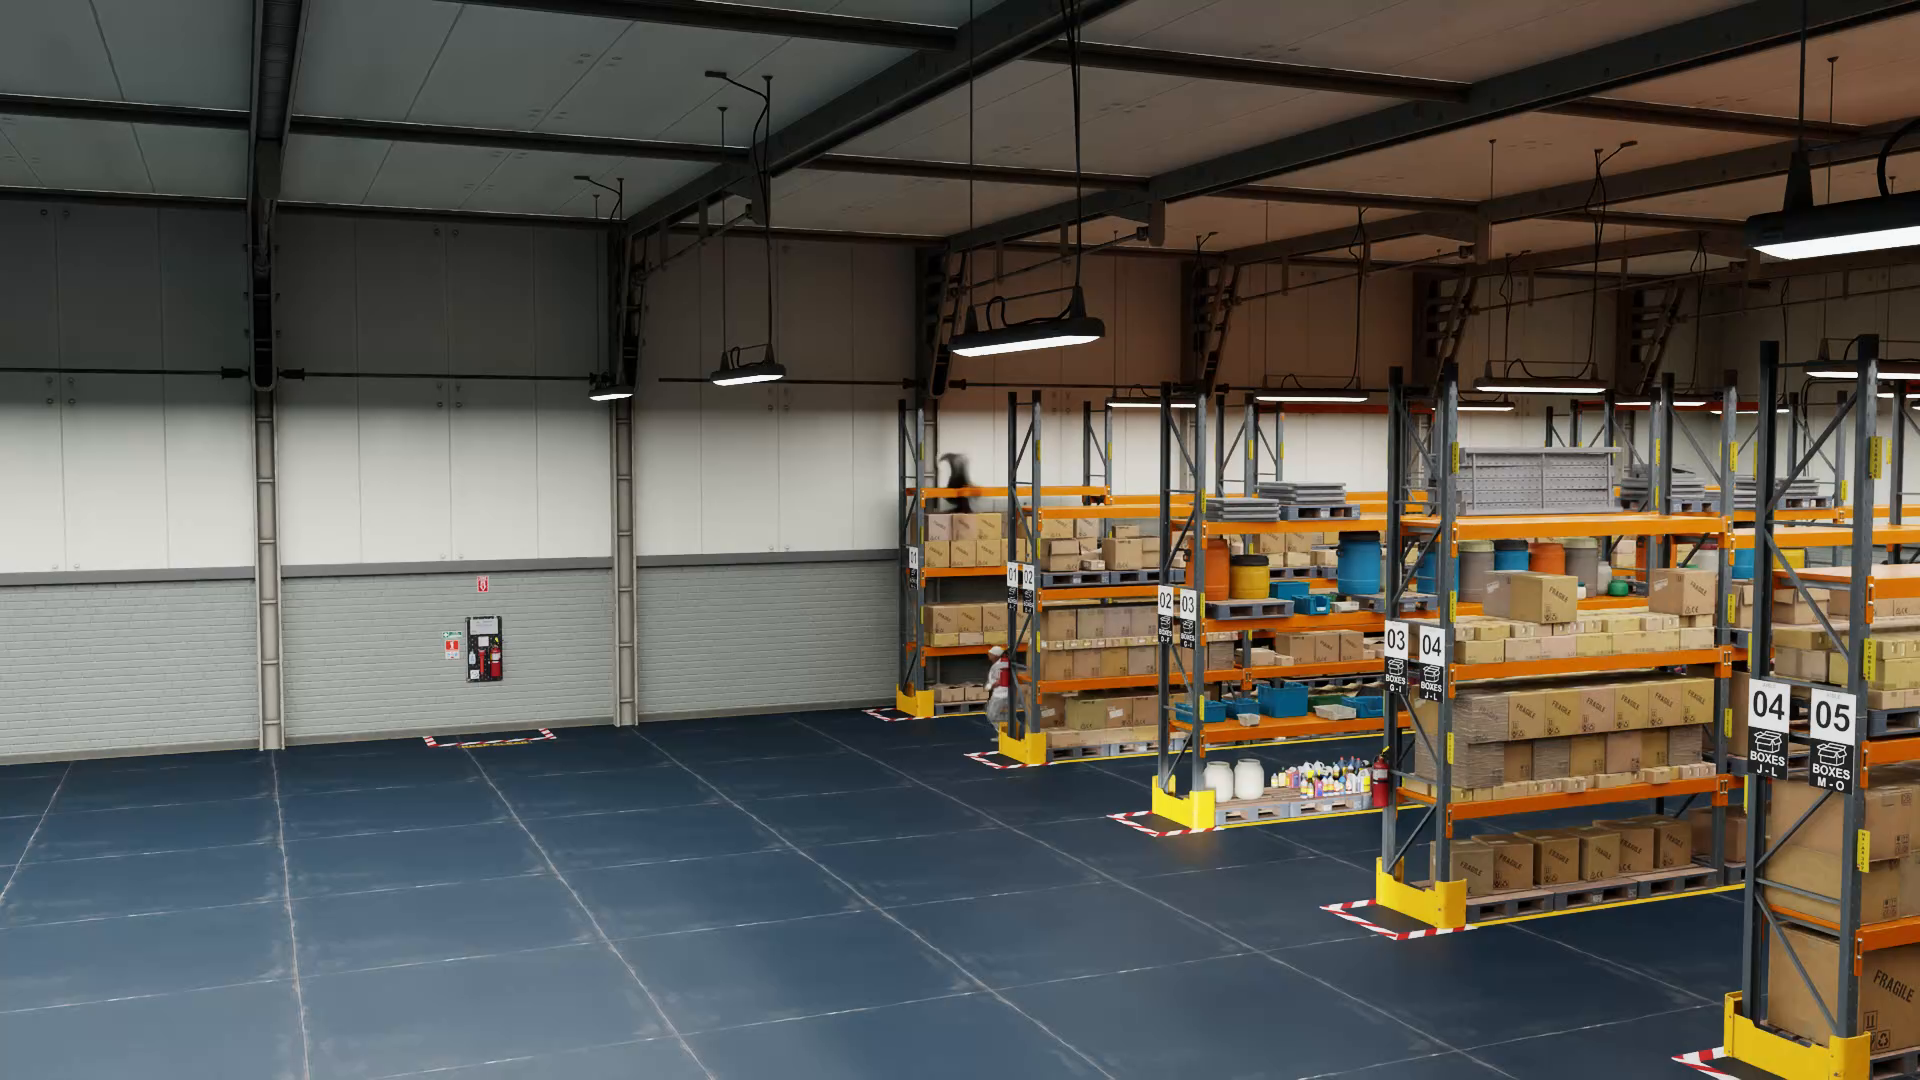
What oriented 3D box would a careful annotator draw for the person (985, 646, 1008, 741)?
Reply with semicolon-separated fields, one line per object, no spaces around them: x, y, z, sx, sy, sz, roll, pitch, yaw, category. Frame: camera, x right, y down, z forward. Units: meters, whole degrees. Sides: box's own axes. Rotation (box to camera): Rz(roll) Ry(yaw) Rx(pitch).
0.715;2.659;28.747;0.594;1.697;0.798;-1;3;-9;person
